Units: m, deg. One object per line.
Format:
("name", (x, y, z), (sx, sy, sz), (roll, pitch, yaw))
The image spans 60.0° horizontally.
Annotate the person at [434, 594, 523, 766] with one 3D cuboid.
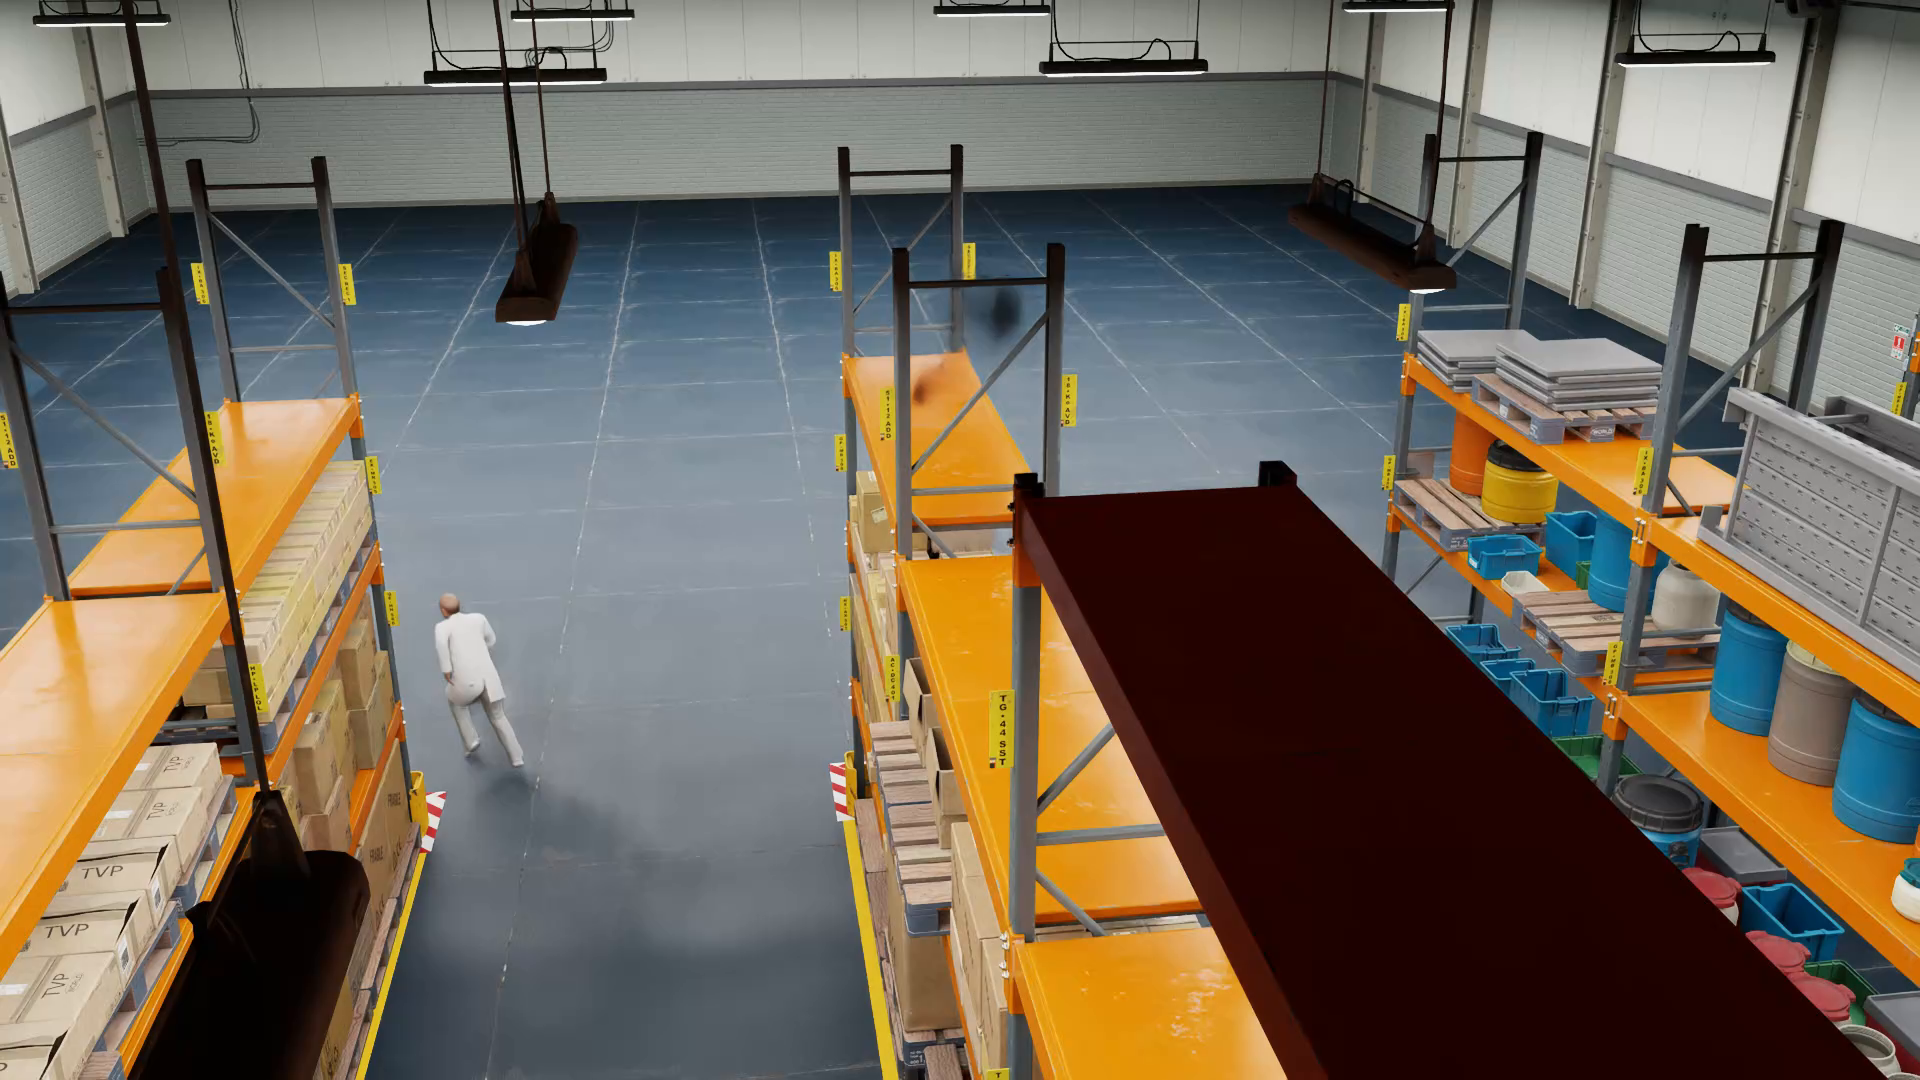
("person", (-4.598, 1.420, 15.848), (1.076, 1.757, 0.752), (17, 27, 37))
